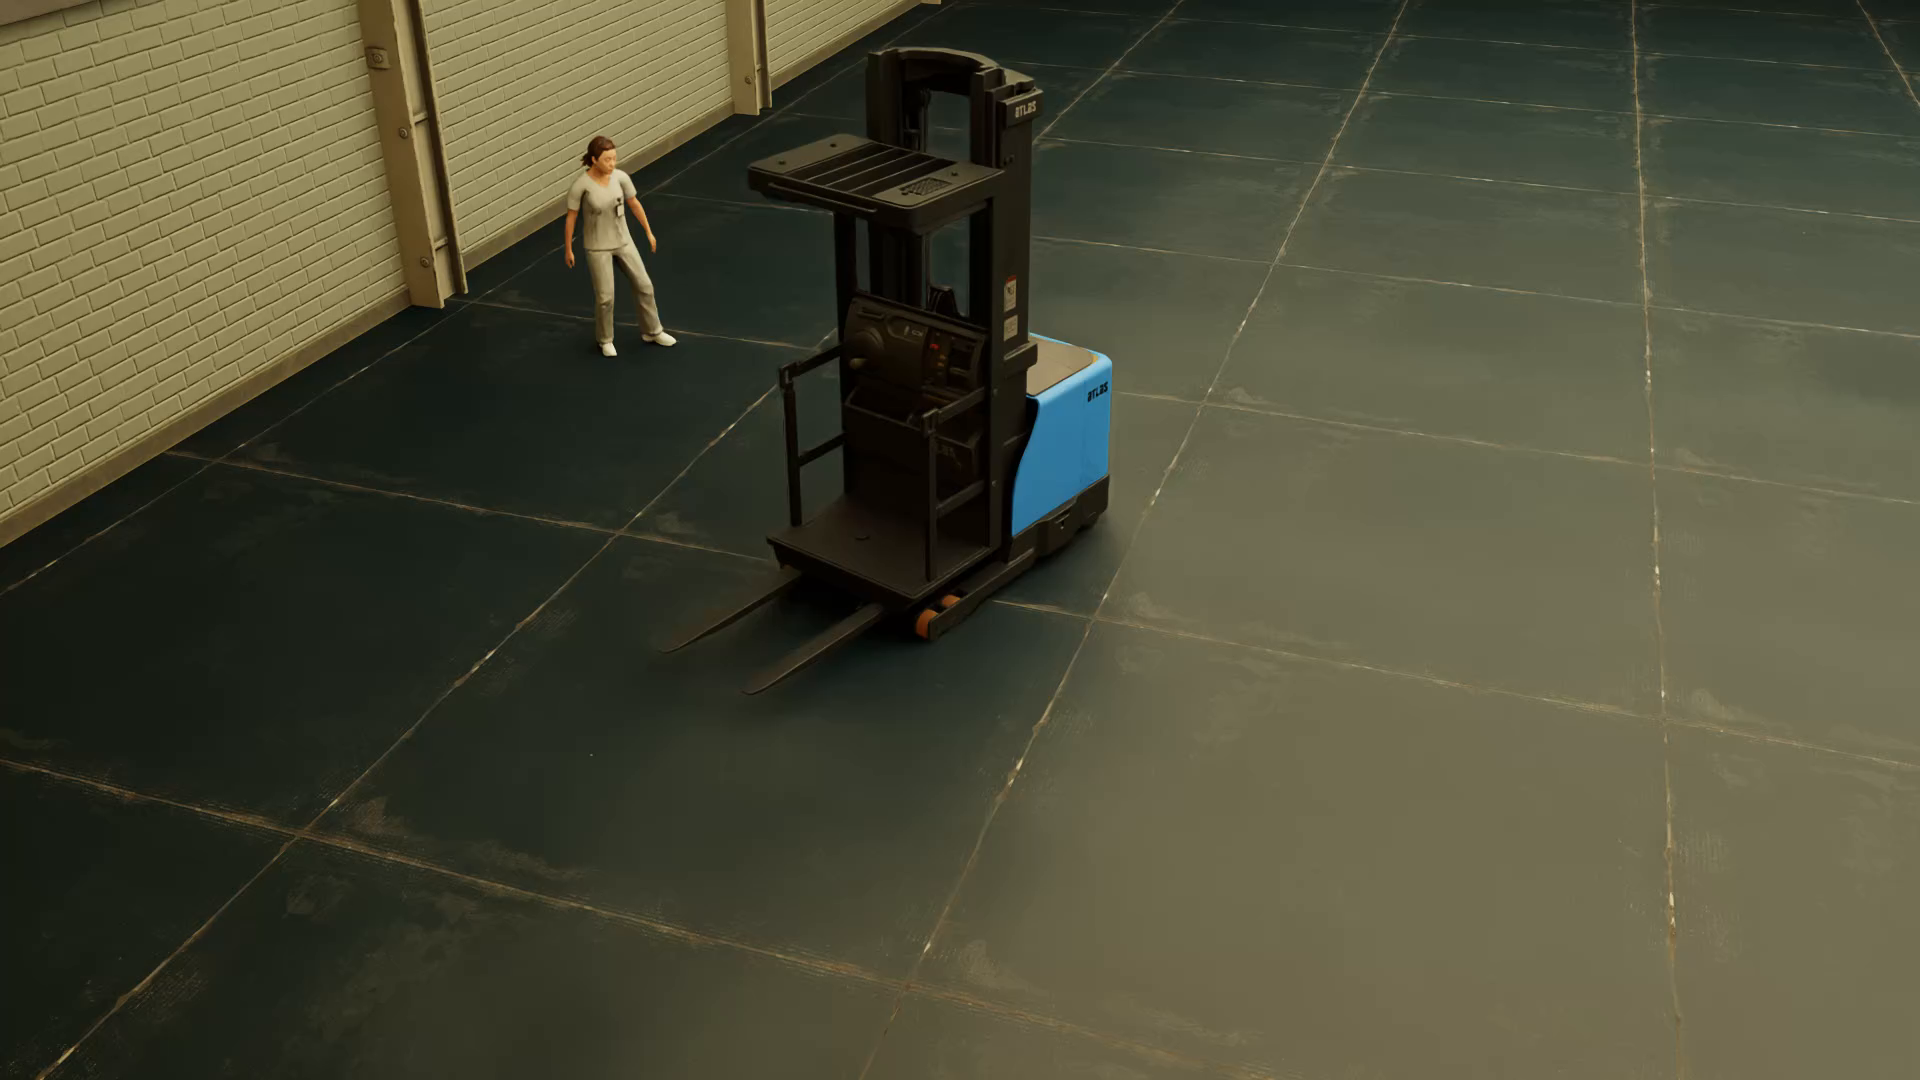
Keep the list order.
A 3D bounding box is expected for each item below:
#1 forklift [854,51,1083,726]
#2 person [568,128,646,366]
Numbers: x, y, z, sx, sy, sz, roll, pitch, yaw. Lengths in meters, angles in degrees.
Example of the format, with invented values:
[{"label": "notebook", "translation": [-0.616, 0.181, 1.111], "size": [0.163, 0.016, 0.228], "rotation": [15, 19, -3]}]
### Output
[{"label": "forklift", "translation": [0.026, -0.935, 8.777], "size": [1.130, 2.935, 3.031], "rotation": [-1, 30, -2]}, {"label": "person", "translation": [-2.555, -2.166, 12.202], "size": [0.543, 1.678, 0.501], "rotation": [-21, 36, -33]}]
